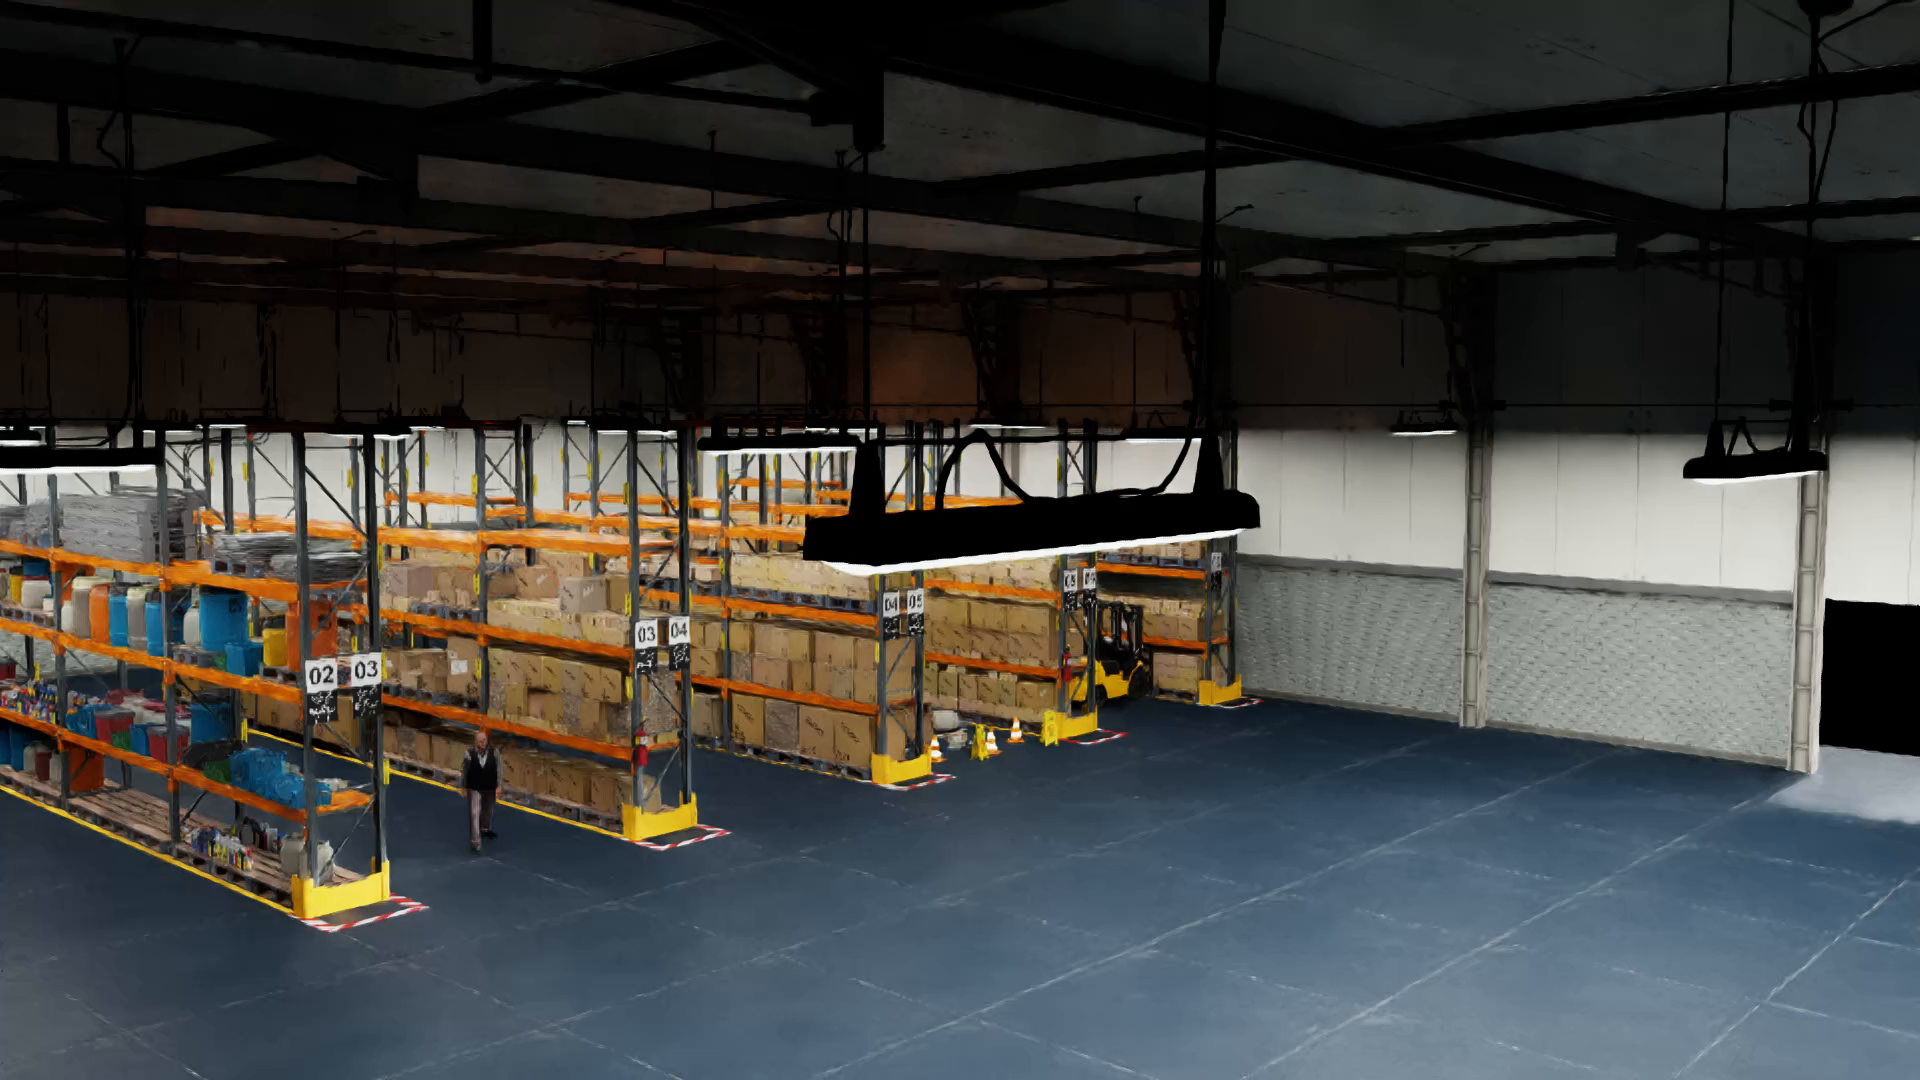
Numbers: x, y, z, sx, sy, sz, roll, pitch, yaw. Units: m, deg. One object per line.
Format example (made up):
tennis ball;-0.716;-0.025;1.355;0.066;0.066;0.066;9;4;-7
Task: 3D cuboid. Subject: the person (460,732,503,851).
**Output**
person;-6.843;3.558;23.818;0.574;1.677;0.963;-2;5;-25
